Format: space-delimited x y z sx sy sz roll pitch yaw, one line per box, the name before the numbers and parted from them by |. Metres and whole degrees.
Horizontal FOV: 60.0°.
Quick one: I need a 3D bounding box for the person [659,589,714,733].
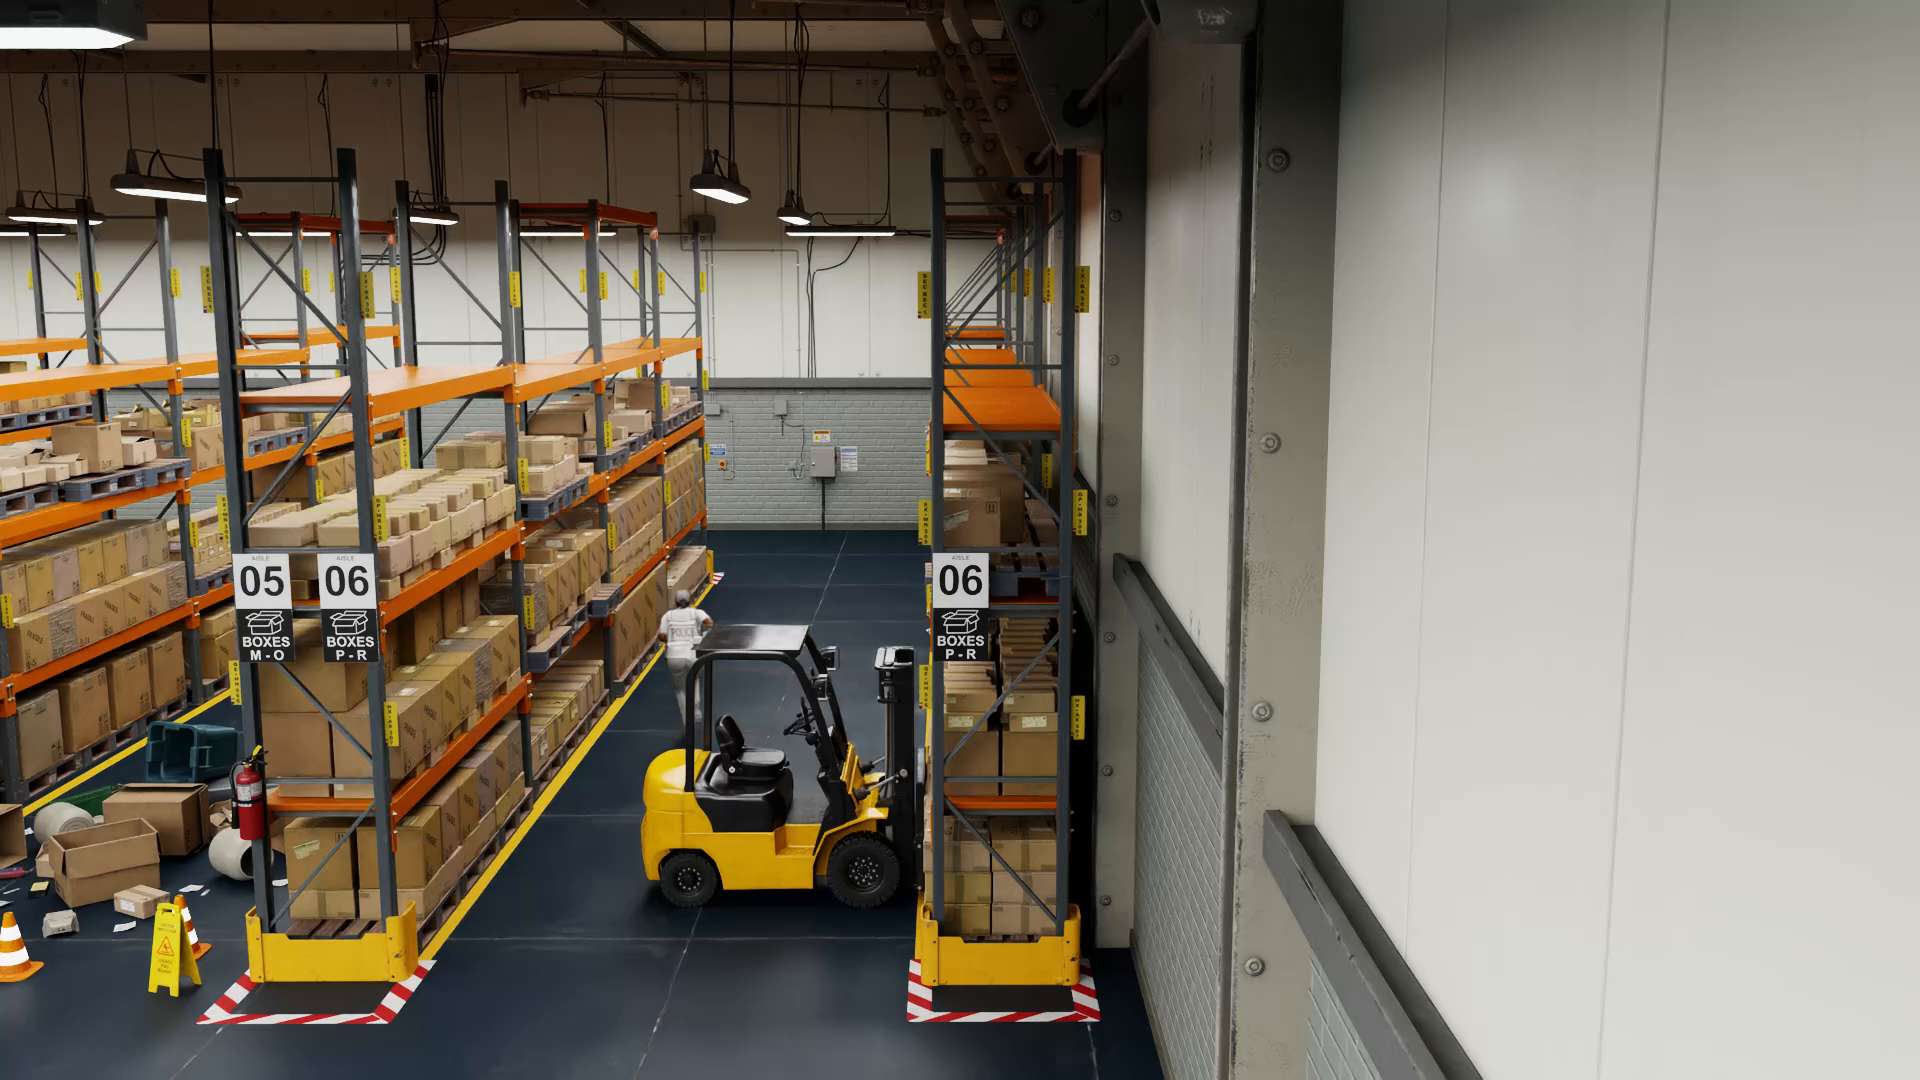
person | -3.106 1.369 18.899 0.585 1.586 0.795 -3 10 -17
